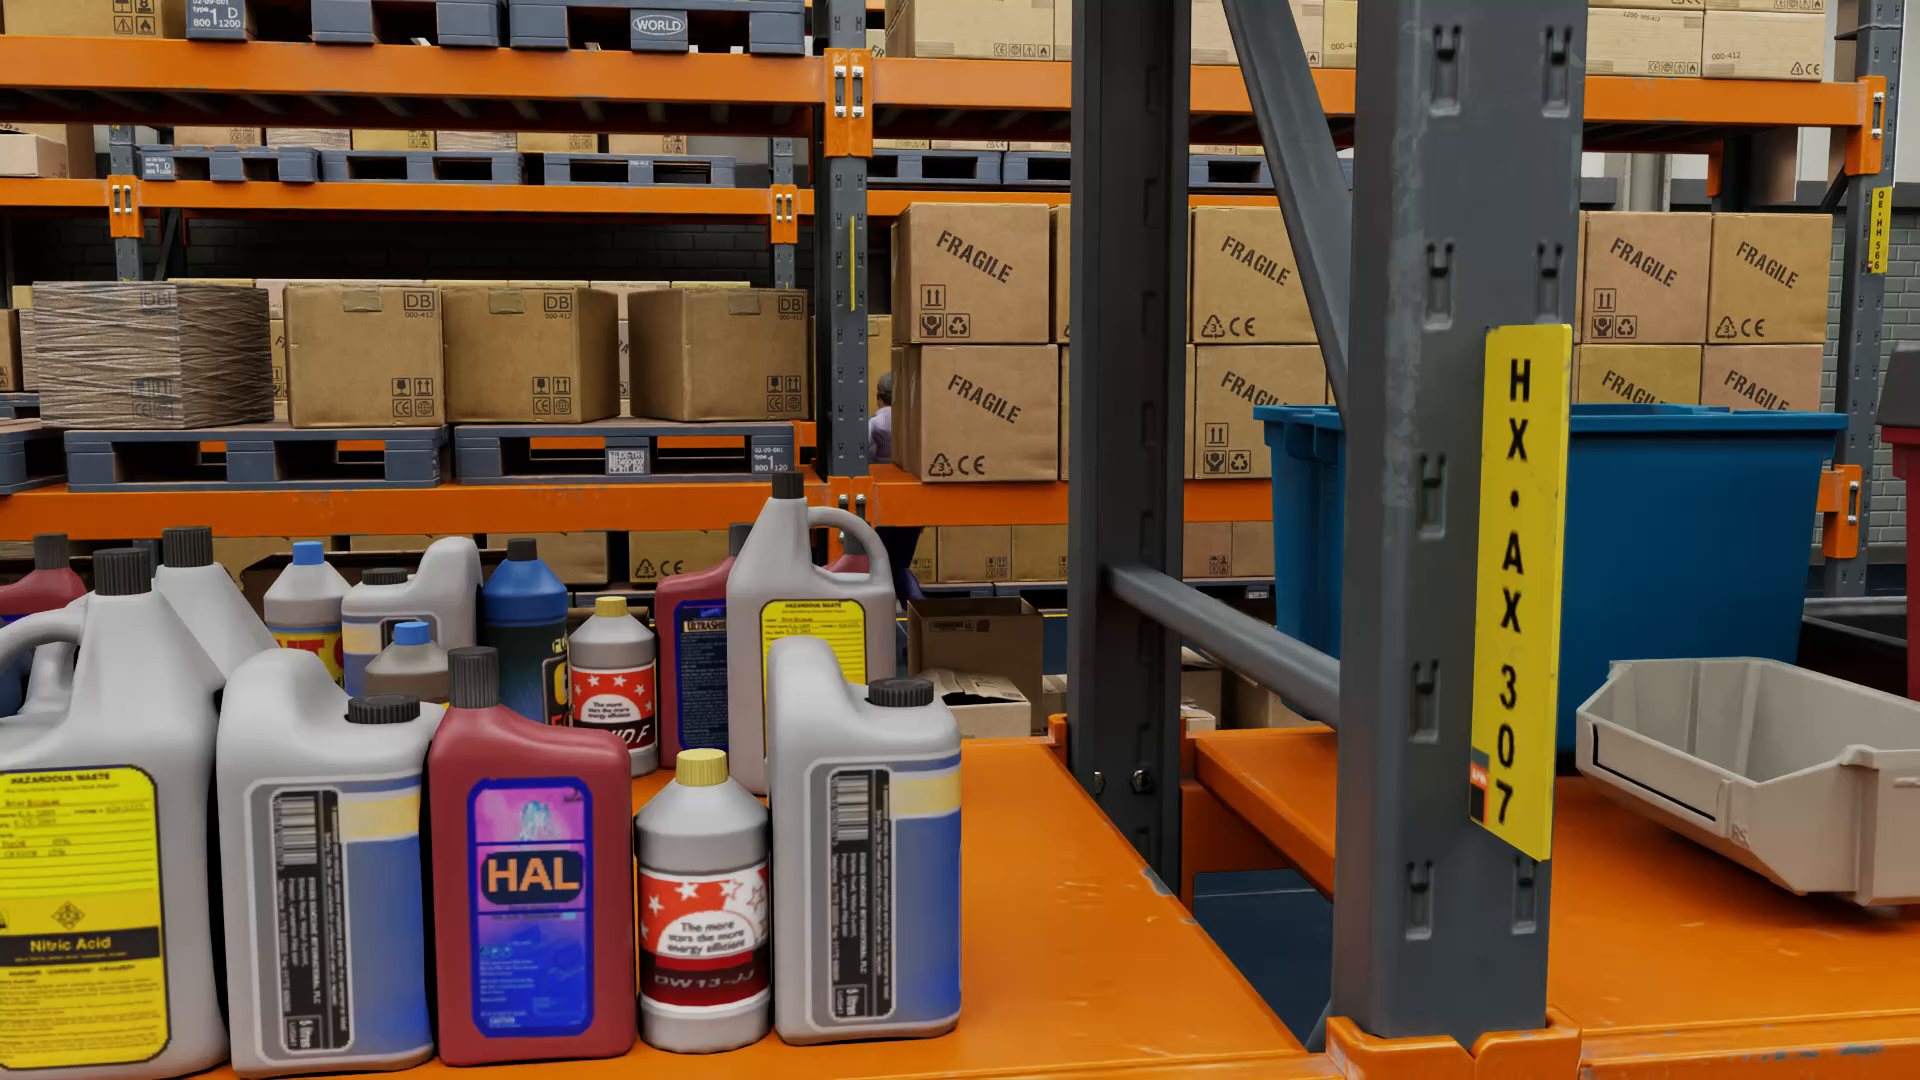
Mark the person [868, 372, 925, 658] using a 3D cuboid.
[{"bbox_3d":[-0.422,-0.134,9.472,0.504,1.641,0.497,-4,8,-32],"label":"person"}]
